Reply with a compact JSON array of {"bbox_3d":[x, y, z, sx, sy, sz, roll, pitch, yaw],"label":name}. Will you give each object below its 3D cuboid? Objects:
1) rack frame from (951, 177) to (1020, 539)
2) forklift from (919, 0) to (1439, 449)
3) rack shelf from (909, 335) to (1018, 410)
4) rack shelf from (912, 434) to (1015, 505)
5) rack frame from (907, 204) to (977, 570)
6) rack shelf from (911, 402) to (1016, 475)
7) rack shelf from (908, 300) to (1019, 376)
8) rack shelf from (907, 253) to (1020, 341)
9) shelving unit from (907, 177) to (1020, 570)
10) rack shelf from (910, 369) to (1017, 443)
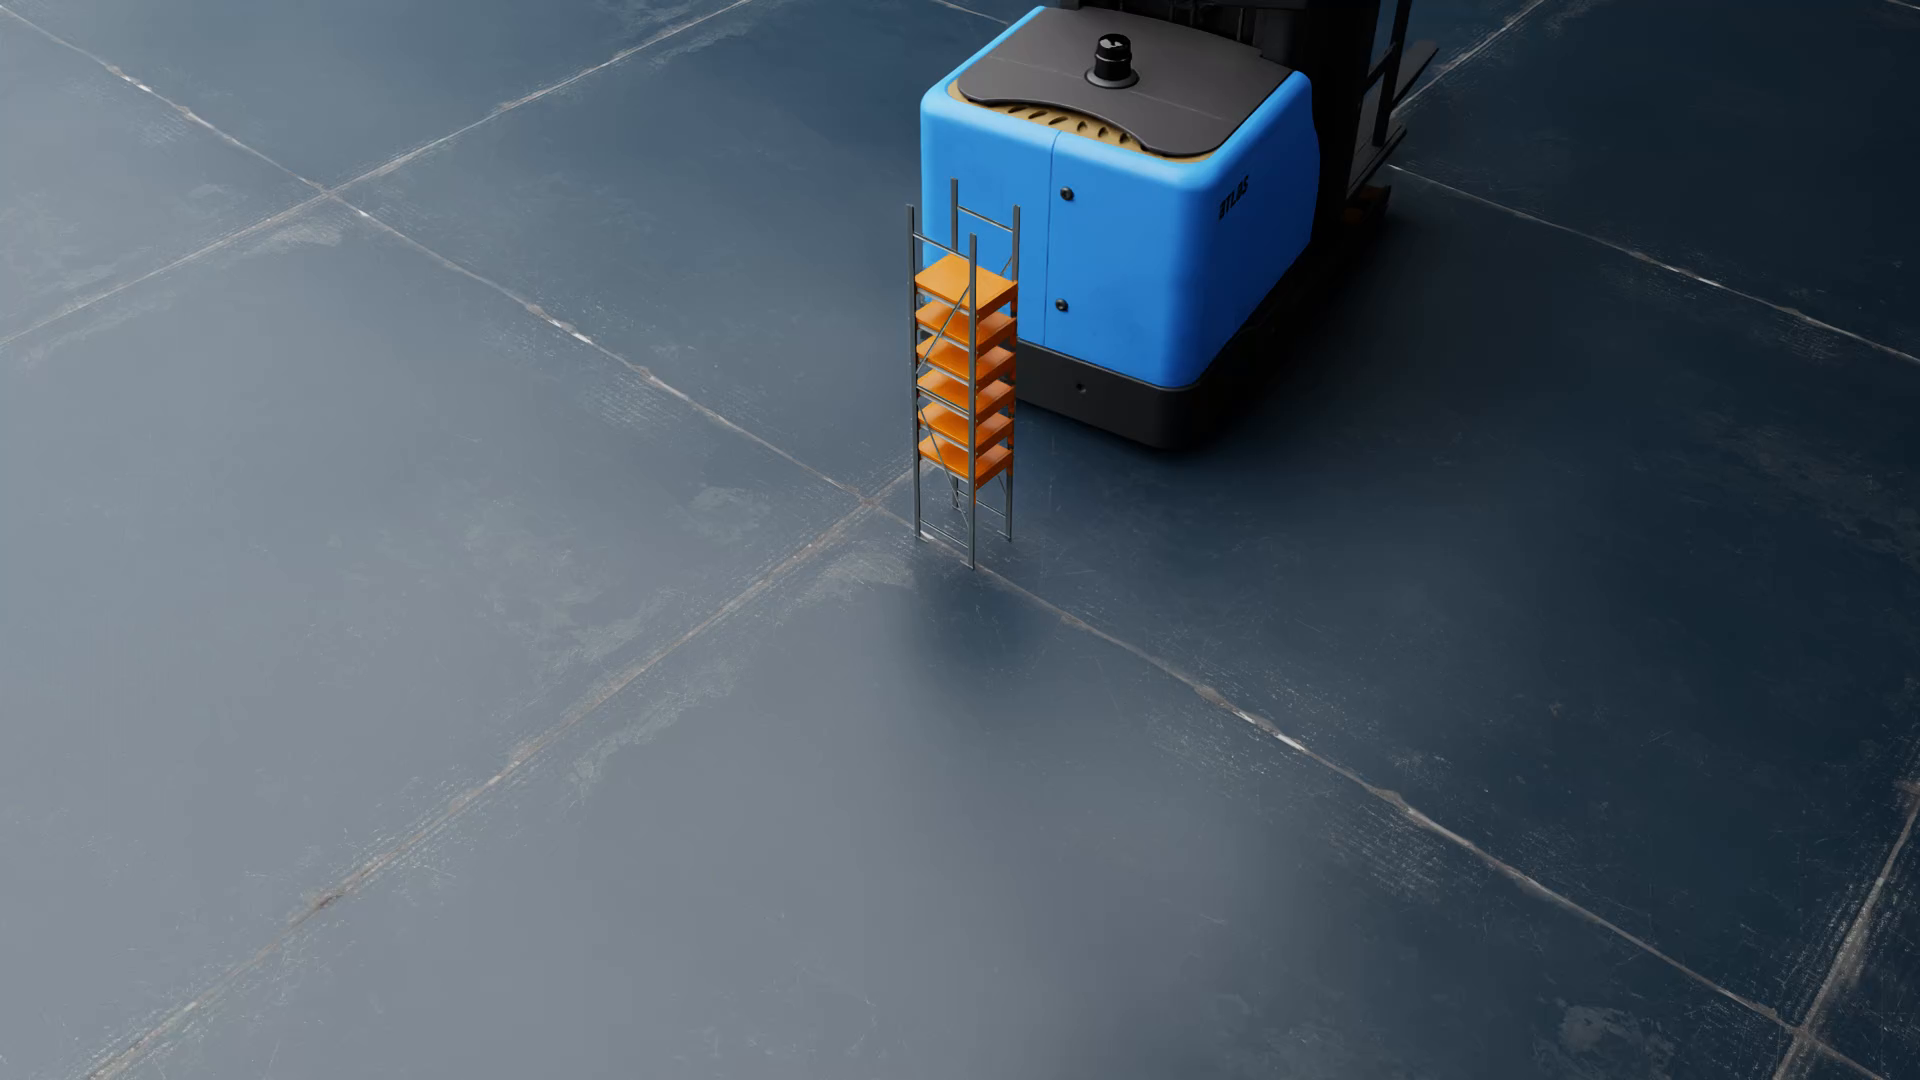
[{"bbox_3d":[0.068,-0.498,4.906,0.240,1.200,0.006,29,50,28],"label":"rack frame"},{"bbox_3d":[1.048,-2.358,5.665,1.130,2.935,3.031,22,47,22],"label":"forklift"},{"bbox_3d":[0.009,-0.507,4.804,0.258,0.103,0.180,29,50,28],"label":"rack shelf"},{"bbox_3d":[0.009,-0.241,5.046,0.258,0.103,0.180,29,50,28],"label":"rack shelf"},{"bbox_3d":[-0.050,-0.404,4.803,0.240,1.200,0.006,29,50,28],"label":"rack frame"},{"bbox_3d":[0.009,-0.330,4.965,0.258,0.103,0.180,29,50,28],"label":"rack shelf"},{"bbox_3d":[0.009,-0.596,4.723,0.258,0.103,0.180,29,50,28],"label":"rack shelf"},{"bbox_3d":[0.009,-0.685,4.642,0.258,0.103,0.180,29,50,28],"label":"rack shelf"},{"bbox_3d":[0.009,-0.451,4.855,0.258,1.200,0.189,29,50,28],"label":"shelving unit"},{"bbox_3d":[0.009,-0.419,4.884,0.258,0.103,0.180,29,50,28],"label":"rack shelf"}]
